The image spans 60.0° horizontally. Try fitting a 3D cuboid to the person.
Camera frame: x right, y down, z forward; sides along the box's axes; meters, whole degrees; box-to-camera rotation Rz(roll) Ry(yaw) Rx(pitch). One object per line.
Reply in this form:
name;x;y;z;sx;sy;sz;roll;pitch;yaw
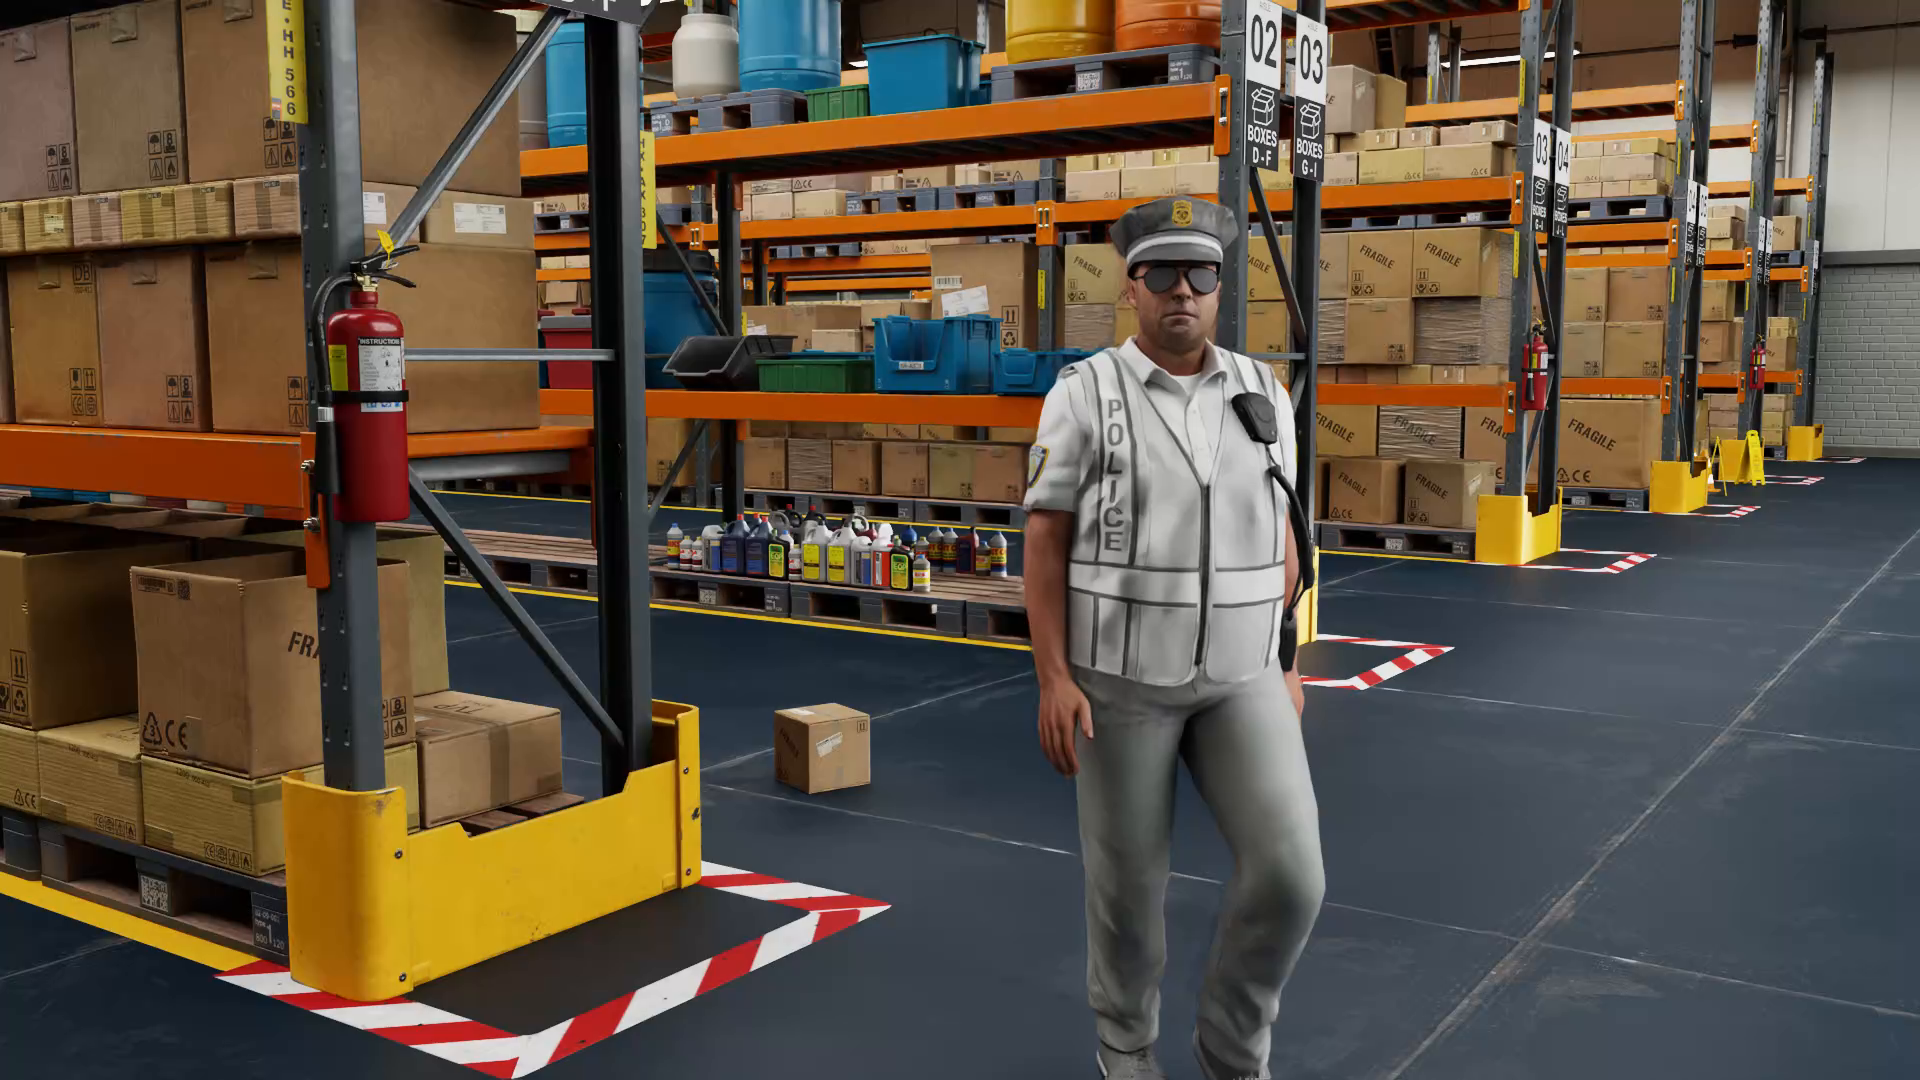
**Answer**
person;0.411;0.285;3.151;0.585;1.835;0.506;-1;6;-8
